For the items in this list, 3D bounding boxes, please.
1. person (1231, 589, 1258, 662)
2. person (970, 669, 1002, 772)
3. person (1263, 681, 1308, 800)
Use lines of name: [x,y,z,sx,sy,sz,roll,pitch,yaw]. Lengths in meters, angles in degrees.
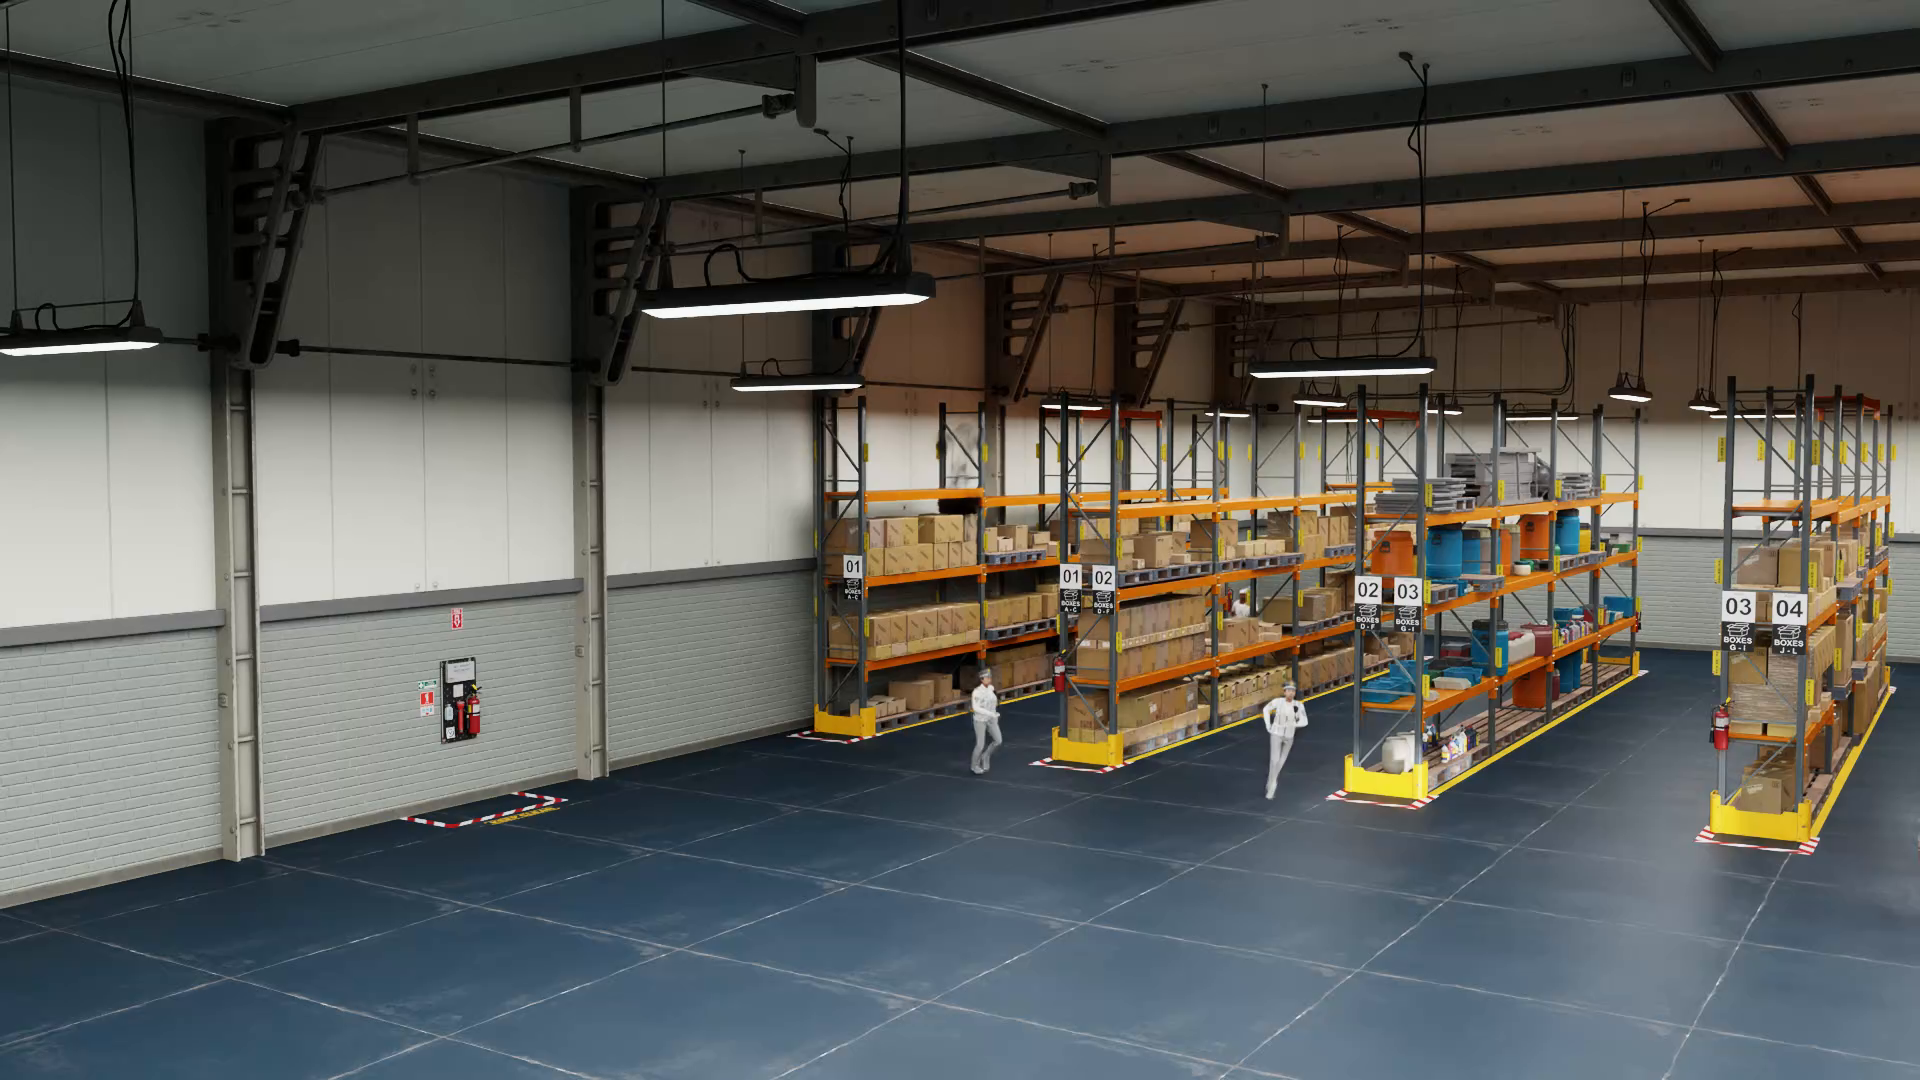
person: [6.818,2.037,39.953,0.702,1.735,0.747,1,3,25]
person: [0.417,2.808,25.825,0.575,1.649,0.690,-2,4,-39]
person: [4.752,2.907,24.333,0.619,1.732,0.725,0,3,1]
